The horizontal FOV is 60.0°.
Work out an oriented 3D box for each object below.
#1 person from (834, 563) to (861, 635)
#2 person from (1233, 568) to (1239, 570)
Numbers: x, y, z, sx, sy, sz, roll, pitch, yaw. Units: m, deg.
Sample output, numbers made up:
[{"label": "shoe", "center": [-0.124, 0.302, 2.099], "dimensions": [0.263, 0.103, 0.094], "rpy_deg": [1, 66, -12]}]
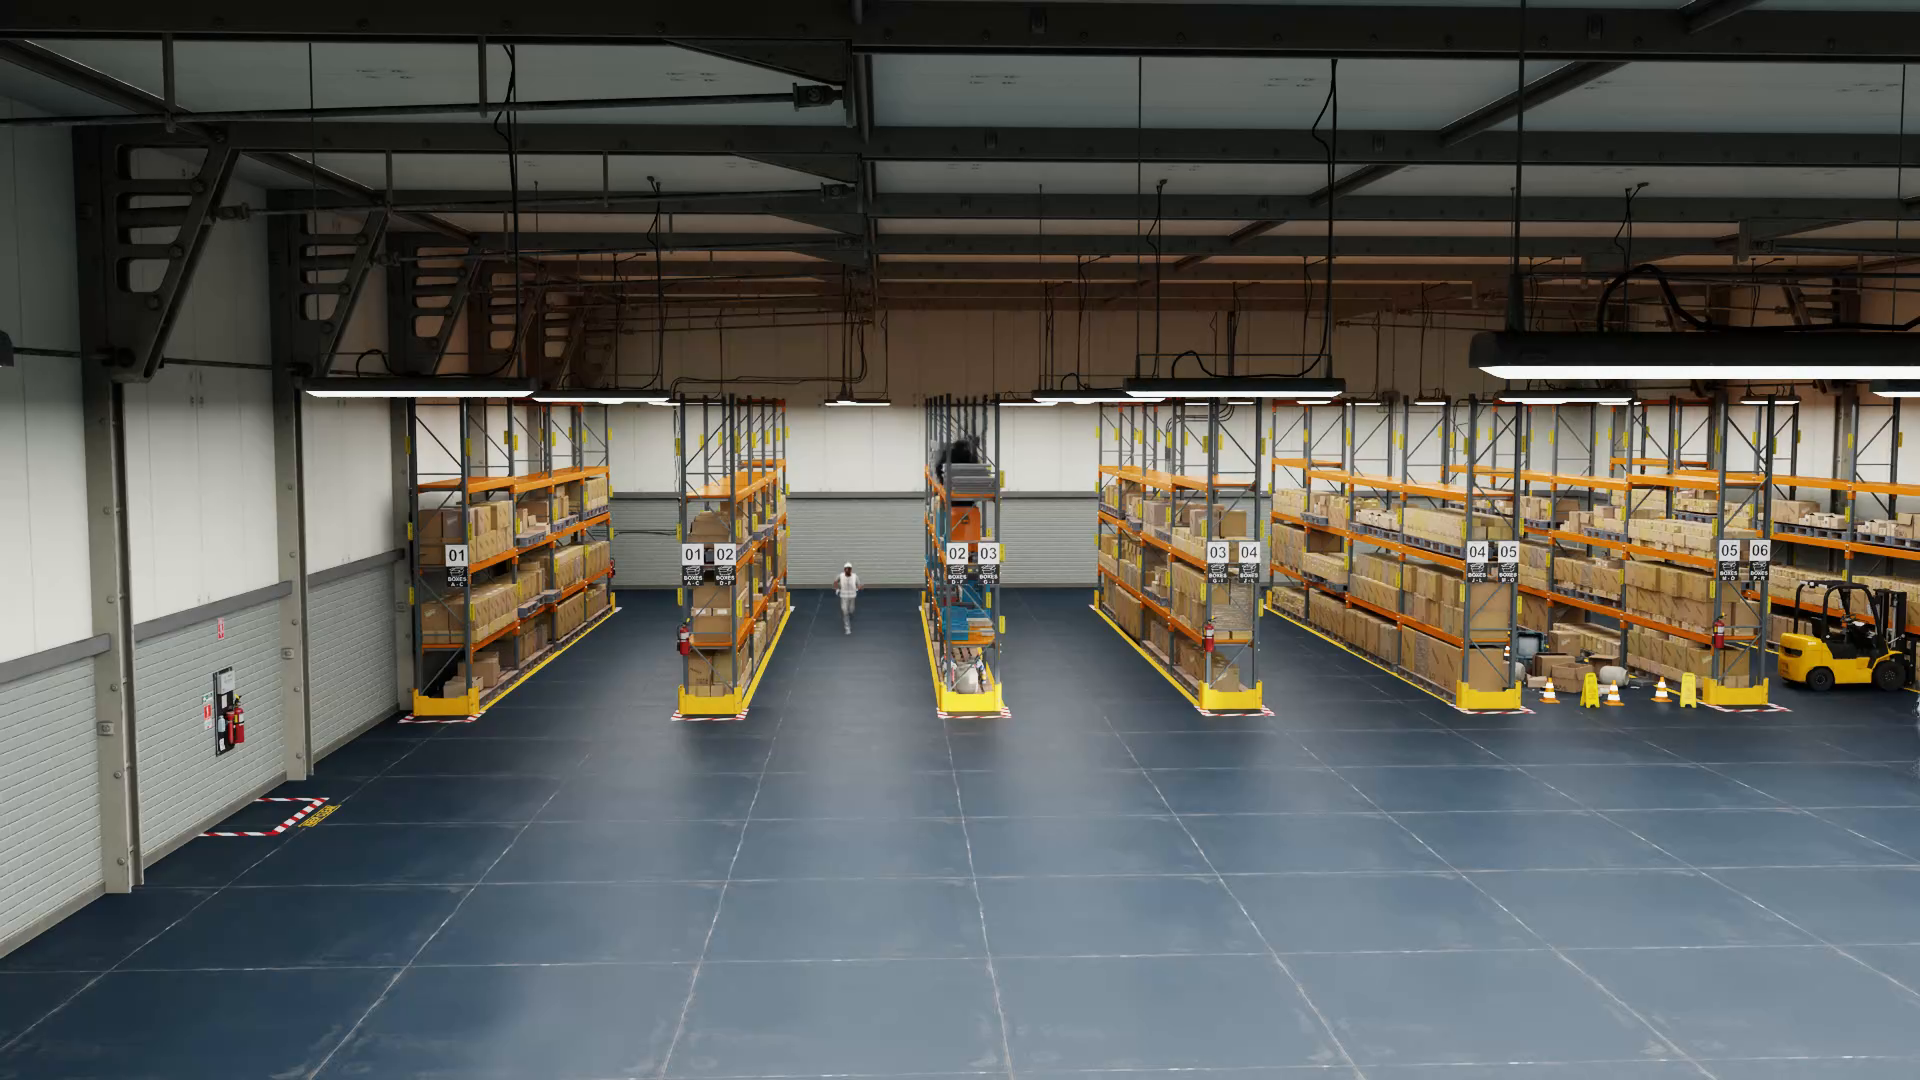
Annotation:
[{"label": "person", "center": [-2.857, 1.477, 42.432], "dimensions": [0.683, 1.789, 0.982], "rpy_deg": [-1, 5, -11]}, {"label": "person", "center": [7.657, 1.201, 46.636], "dimensions": [0.613, 1.659, 0.978], "rpy_deg": [0, 5, 1]}]
